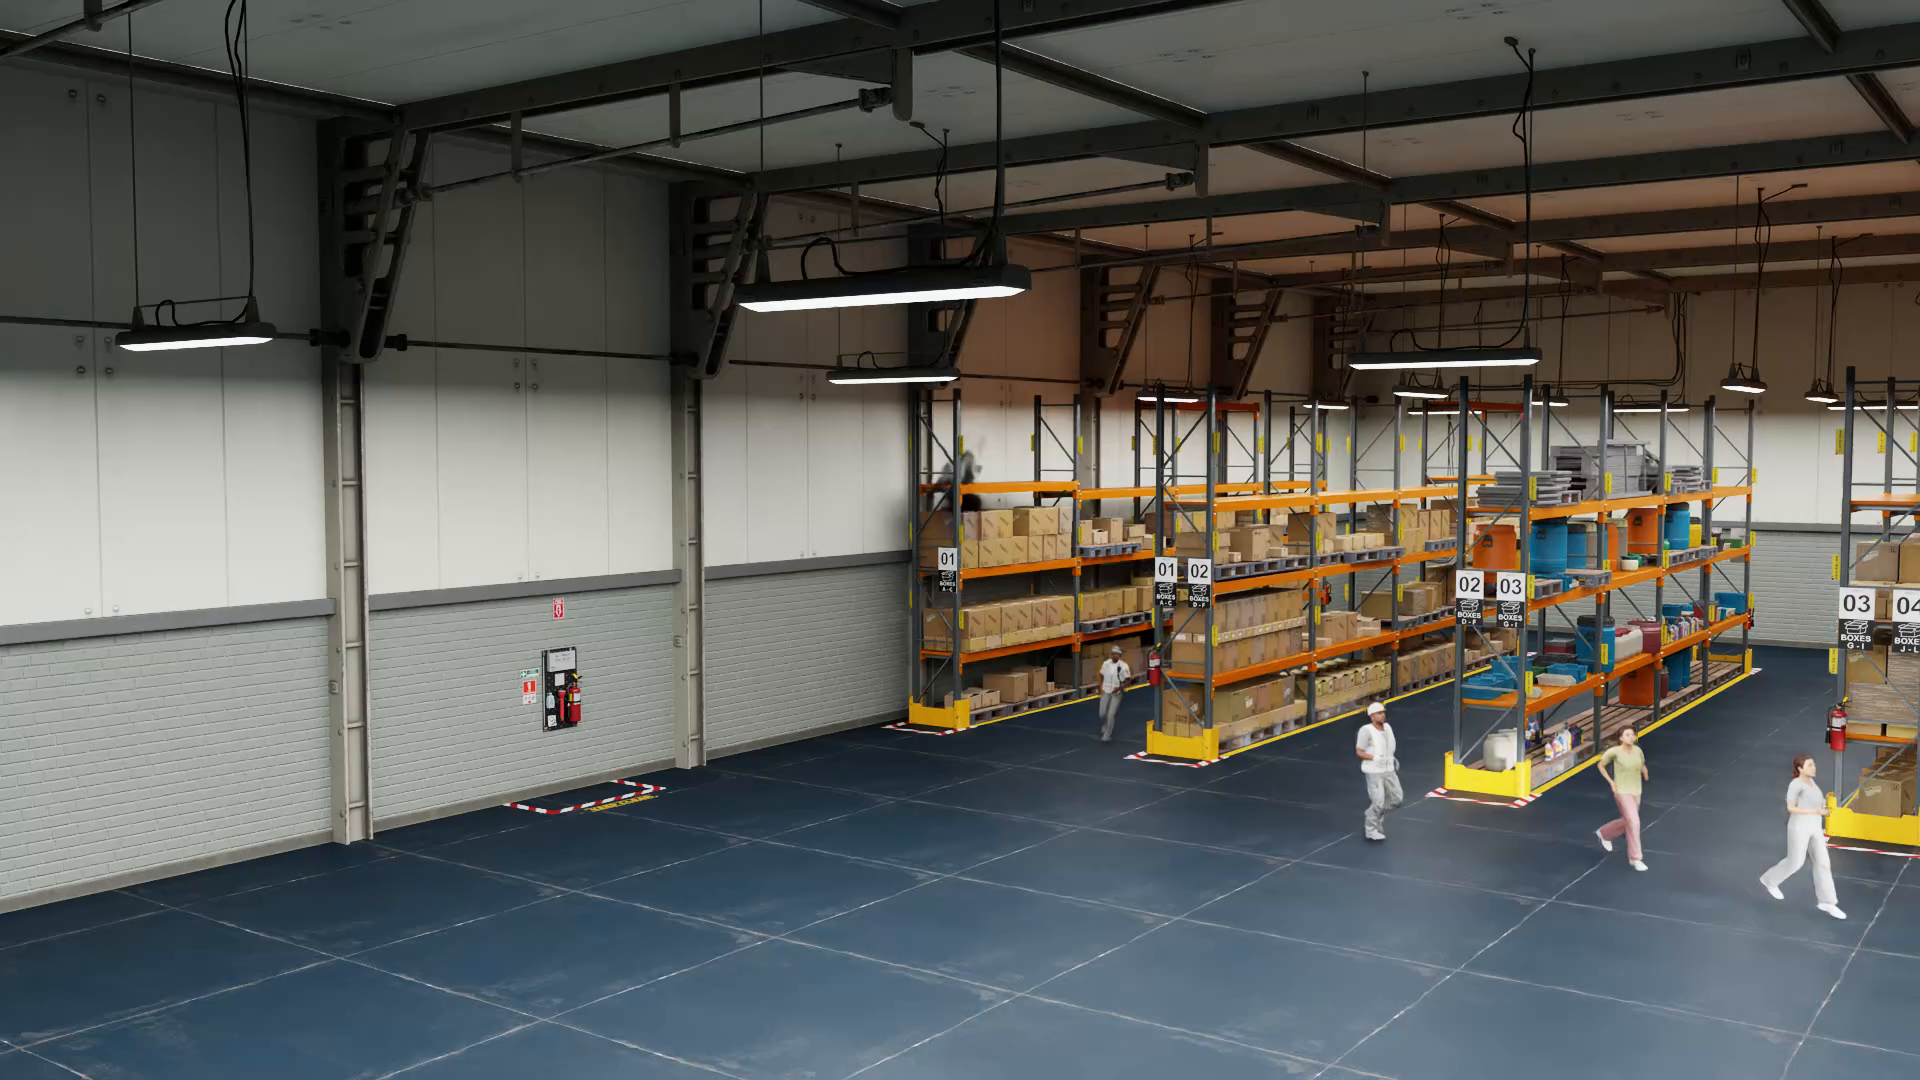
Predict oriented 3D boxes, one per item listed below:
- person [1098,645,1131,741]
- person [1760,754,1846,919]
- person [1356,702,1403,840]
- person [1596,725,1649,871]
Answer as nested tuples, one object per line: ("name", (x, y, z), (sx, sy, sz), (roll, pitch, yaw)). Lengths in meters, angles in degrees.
("person", (2.620, 2.595, 28.208), (0.585, 1.650, 0.537), (1, 3, 20))
("person", (9.037, 3.126, 17.809), (0.565, 1.673, 0.951), (-2, 4, -27))
("person", (5.333, 2.925, 20.996), (0.669, 1.737, 0.589), (-2, 4, -29))
("person", (7.960, 3.042, 19.897), (0.568, 1.668, 0.863), (-1, 3, -17))
